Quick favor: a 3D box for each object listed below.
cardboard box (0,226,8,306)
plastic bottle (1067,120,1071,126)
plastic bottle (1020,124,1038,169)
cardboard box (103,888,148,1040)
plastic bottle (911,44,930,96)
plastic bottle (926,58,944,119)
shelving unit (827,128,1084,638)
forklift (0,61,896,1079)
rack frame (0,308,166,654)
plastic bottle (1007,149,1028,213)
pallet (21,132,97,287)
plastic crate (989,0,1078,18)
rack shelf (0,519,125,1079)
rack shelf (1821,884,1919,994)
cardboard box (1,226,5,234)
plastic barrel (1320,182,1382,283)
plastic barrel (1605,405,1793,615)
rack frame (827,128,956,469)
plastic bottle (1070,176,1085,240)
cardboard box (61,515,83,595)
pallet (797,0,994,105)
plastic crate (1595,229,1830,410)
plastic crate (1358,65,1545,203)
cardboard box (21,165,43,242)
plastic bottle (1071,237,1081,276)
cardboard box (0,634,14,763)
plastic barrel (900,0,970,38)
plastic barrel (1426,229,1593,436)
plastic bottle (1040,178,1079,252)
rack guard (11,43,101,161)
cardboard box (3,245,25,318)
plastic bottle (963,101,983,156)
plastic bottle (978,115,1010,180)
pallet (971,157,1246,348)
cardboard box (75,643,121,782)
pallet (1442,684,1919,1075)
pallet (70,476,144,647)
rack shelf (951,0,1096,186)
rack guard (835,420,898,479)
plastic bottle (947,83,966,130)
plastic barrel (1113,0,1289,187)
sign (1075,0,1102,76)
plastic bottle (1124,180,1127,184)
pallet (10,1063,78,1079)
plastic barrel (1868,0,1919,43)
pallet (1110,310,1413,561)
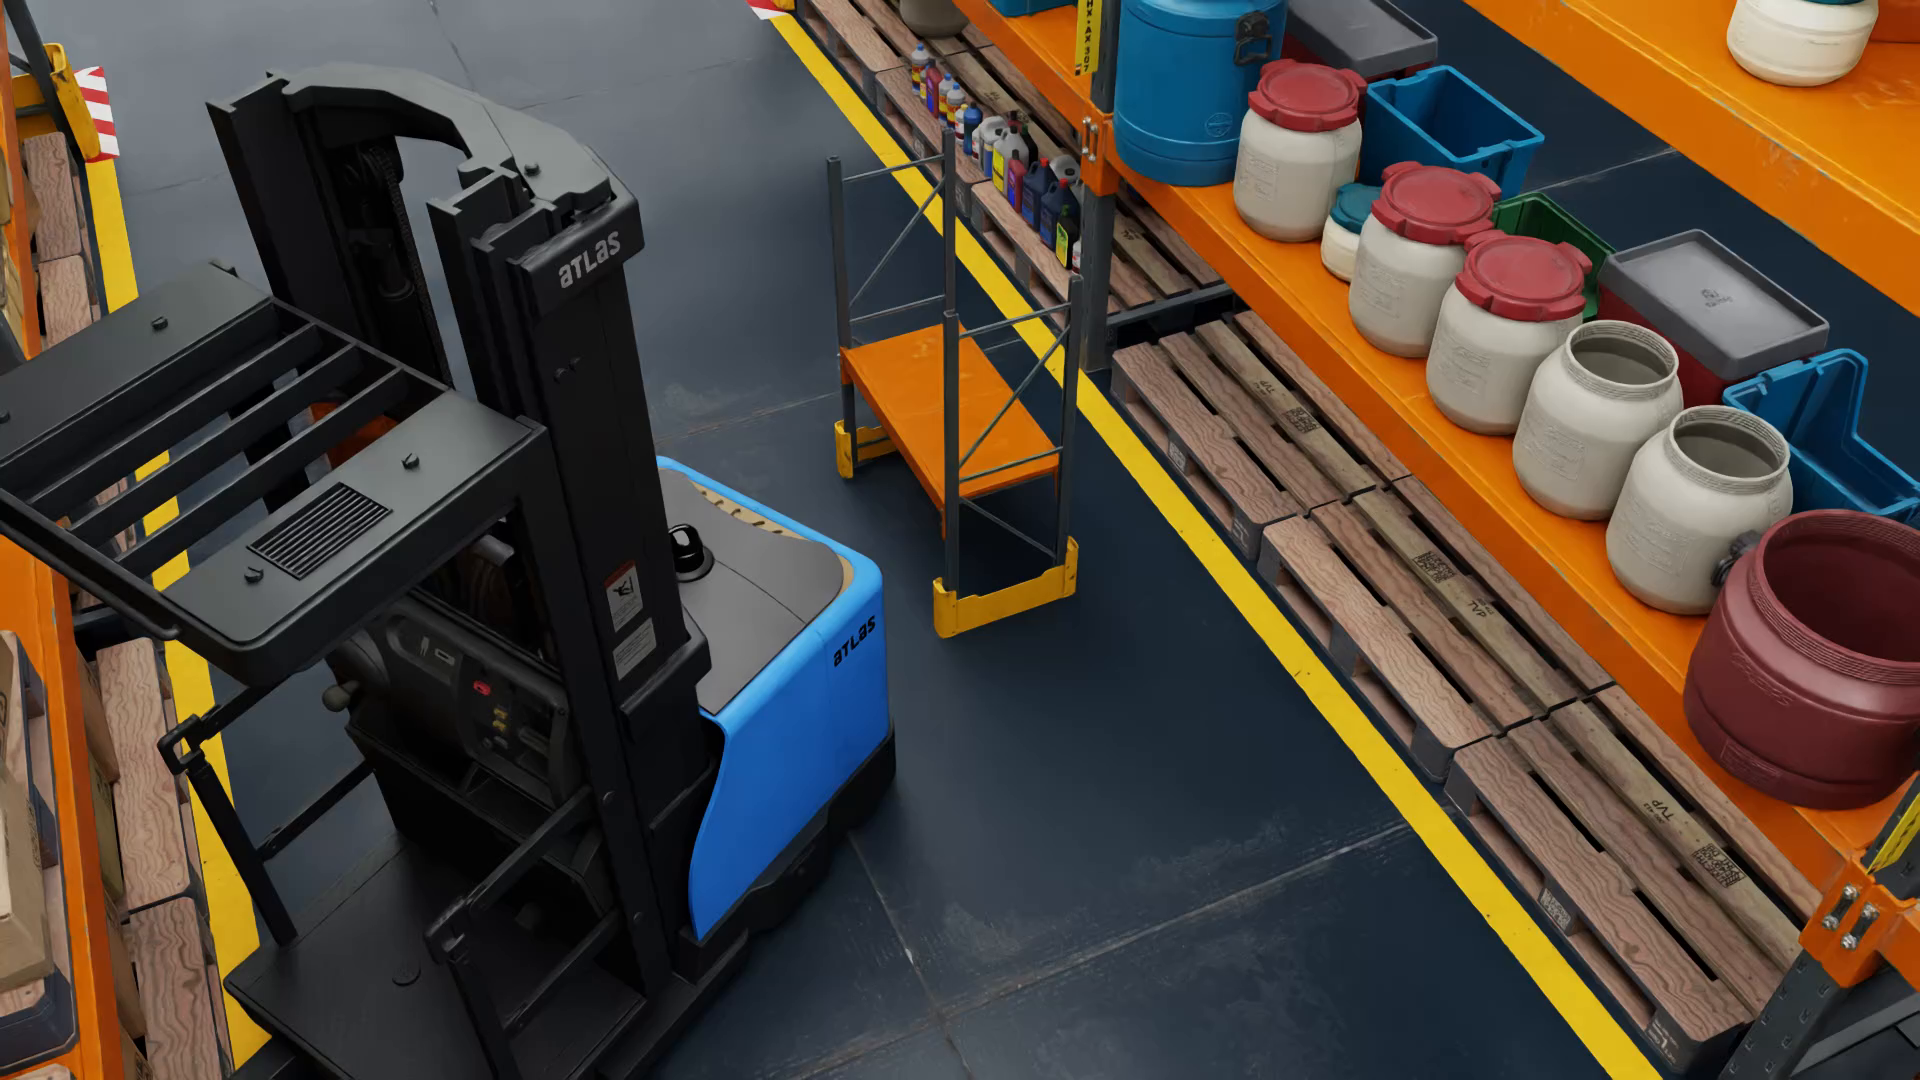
[{"bbox_3d":[-3.631,-0.980,5.324,0.875,0.500,0.500,-18,47,-17],"label":"cardboard box"},{"bbox_3d":[0.606,-2.240,8.563,0.097,0.201,0.097,0,45,0],"label":"plastic bottle"},{"bbox_3d":[0.330,-1.886,8.146,0.061,0.283,0.133,-18,47,-17],"label":"plastic bottle"},{"bbox_3d":[-2.840,1.263,4.800,0.700,0.500,0.500,-22,49,-21],"label":"cardboard box"},{"bbox_3d":[-0.206,-2.483,8.760,0.097,0.271,0.097,0,45,0],"label":"plastic bottle"},{"bbox_3d":[-0.127,-2.338,8.604,0.061,0.283,0.133,-17,47,-17],"label":"plastic bottle"},{"bbox_3d":[-0.032,-0.582,6.272,0.587,1.500,1.083,-18,47,-17],"label":"shelving unit"},{"bbox_3d":[-1.473,0.460,4.197,1.130,2.935,3.031,26,50,24],"label":"forklift"},{"bbox_3d":[-3.497,-0.533,5.155,1.000,3.000,0.127,-18,47,-17],"label":"rack frame"},{"bbox_3d":[0.277,-1.725,7.983,0.061,0.283,0.133,-15,47,-15],"label":"plastic bottle"},{"bbox_3d":[-4.838,-1.513,8.133,1.003,0.211,1.213,-18,47,-17],"label":"pallet"},{"bbox_3d":[0.285,-2.568,7.323,0.499,0.251,0.616,-18,47,-17],"label":"plastic crate"},{"bbox_3d":[-2.657,0.997,4.116,1.077,0.370,4.000,-18,47,-17],"label":"rack shelf"},{"bbox_3d":[3.519,2.084,3.015,1.077,0.370,4.000,-18,47,-17],"label":"rack shelf"},{"bbox_3d":[-3.652,-1.141,5.949,0.380,0.149,0.250,-18,47,-17],"label":"cardboard box"},{"bbox_3d":[1.414,-1.058,5.785,0.301,0.262,0.301,0,45,0],"label":"plastic barrel"},{"bbox_3d":[2.052,-0.079,4.615,0.421,0.512,0.421,0,45,0],"label":"plastic barrel"},{"bbox_3d":[-0.250,-0.912,6.607,0.500,1.500,0.032,-18,47,-17],"label":"rack frame"},{"bbox_3d":[0.595,-1.578,7.786,0.144,0.351,0.185,-18,47,-17],"label":"plastic bottle"},{"bbox_3d":[-3.629,-0.060,6.156,0.500,0.500,0.500,-19,48,-19],"label":"cardboard box"},{"bbox_3d":[-0.274,-2.999,9.639,1.003,0.211,1.213,-18,47,-17],"label":"pallet"},{"bbox_3d":[2.276,-0.590,5.167,0.402,0.464,0.583,-18,47,-17],"label":"plastic crate"},{"bbox_3d":[1.742,-1.379,6.024,0.392,0.384,0.575,-18,47,-17],"label":"plastic crate"},{"bbox_3d":[-4.650,-1.568,7.685,0.500,0.500,0.500,-7,45,-7],"label":"cardboard box"},{"bbox_3d":[0.561,-1.296,7.607,0.097,0.201,0.097,0,45,0],"label":"plastic bottle"},{"bbox_3d":[-2.685,0.358,3.879,0.797,0.503,0.637,-14,46,-13],"label":"cardboard box"},{"bbox_3d":[-0.129,-3.093,9.221,0.421,0.512,0.421,0,45,0],"label":"plastic barrel"},{"bbox_3d":[1.690,-0.627,5.153,0.433,0.535,0.433,0,45,0],"label":"plastic barrel"},{"bbox_3d":[0.464,-1.535,7.743,0.144,0.351,0.185,-19,48,-18],"label":"plastic bottle"},{"bbox_3d":[-5.147,-2.144,8.567,1.175,0.500,0.348,-18,47,-17],"label":"rack guard"},{"bbox_3d":[-3.408,-0.833,5.637,0.380,0.149,0.250,-18,47,-17],"label":"cardboard box"},{"bbox_3d":[0.065,-2.072,8.343,0.097,0.271,0.097,0,45,0],"label":"plastic bottle"},{"bbox_3d":[0.183,-1.941,8.208,0.152,0.276,0.135,-17,47,-17],"label":"plastic bottle"},{"bbox_3d":[0.752,-1.444,8.063,1.003,0.211,1.213,-18,47,-17],"label":"pallet"},{"bbox_3d":[-3.259,0.597,5.475,0.700,0.500,0.500,-22,49,-20],"label":"cardboard box"},{"bbox_3d":[2.388,1.040,5.545,1.003,0.211,1.213,-18,47,-17],"label":"pallet"},{"bbox_3d":[-3.812,0.042,6.557,1.003,0.211,1.213,-18,47,-17],"label":"pallet"},{"bbox_3d":[0.155,-3.014,8.182,1.077,0.370,4.000,-18,47,-17],"label":"rack shelf"},{"bbox_3d":[-0.241,-0.455,7.033,0.587,0.250,0.087,-18,47,-17],"label":"rack guard"},{"bbox_3d":[-0.020,-2.201,8.474,0.097,0.271,0.097,0,45,0],"label":"plastic bottle"},{"bbox_3d":[0.884,-1.839,6.121,0.600,0.901,0.708,-18,47,-17],"label":"plastic barrel"},{"bbox_3d":[0.493,-1.939,6.383,0.100,0.325,0.005,-18,47,-17],"label":"sign"},{"bbox_3d":[0.863,-1.875,8.144,0.097,0.271,0.097,0,45,0],"label":"plastic bottle"},{"bbox_3d":[-2.212,1.661,3.067,1.213,0.211,1.003,-18,47,-17],"label":"pallet"},{"bbox_3d":[2.255,-1.672,3.867,0.600,0.830,0.708,-18,47,-17],"label":"plastic barrel"},{"bbox_3d":[1.362,-0.514,7.121,1.003,0.211,1.213,-18,47,-17],"label":"pallet"}]
